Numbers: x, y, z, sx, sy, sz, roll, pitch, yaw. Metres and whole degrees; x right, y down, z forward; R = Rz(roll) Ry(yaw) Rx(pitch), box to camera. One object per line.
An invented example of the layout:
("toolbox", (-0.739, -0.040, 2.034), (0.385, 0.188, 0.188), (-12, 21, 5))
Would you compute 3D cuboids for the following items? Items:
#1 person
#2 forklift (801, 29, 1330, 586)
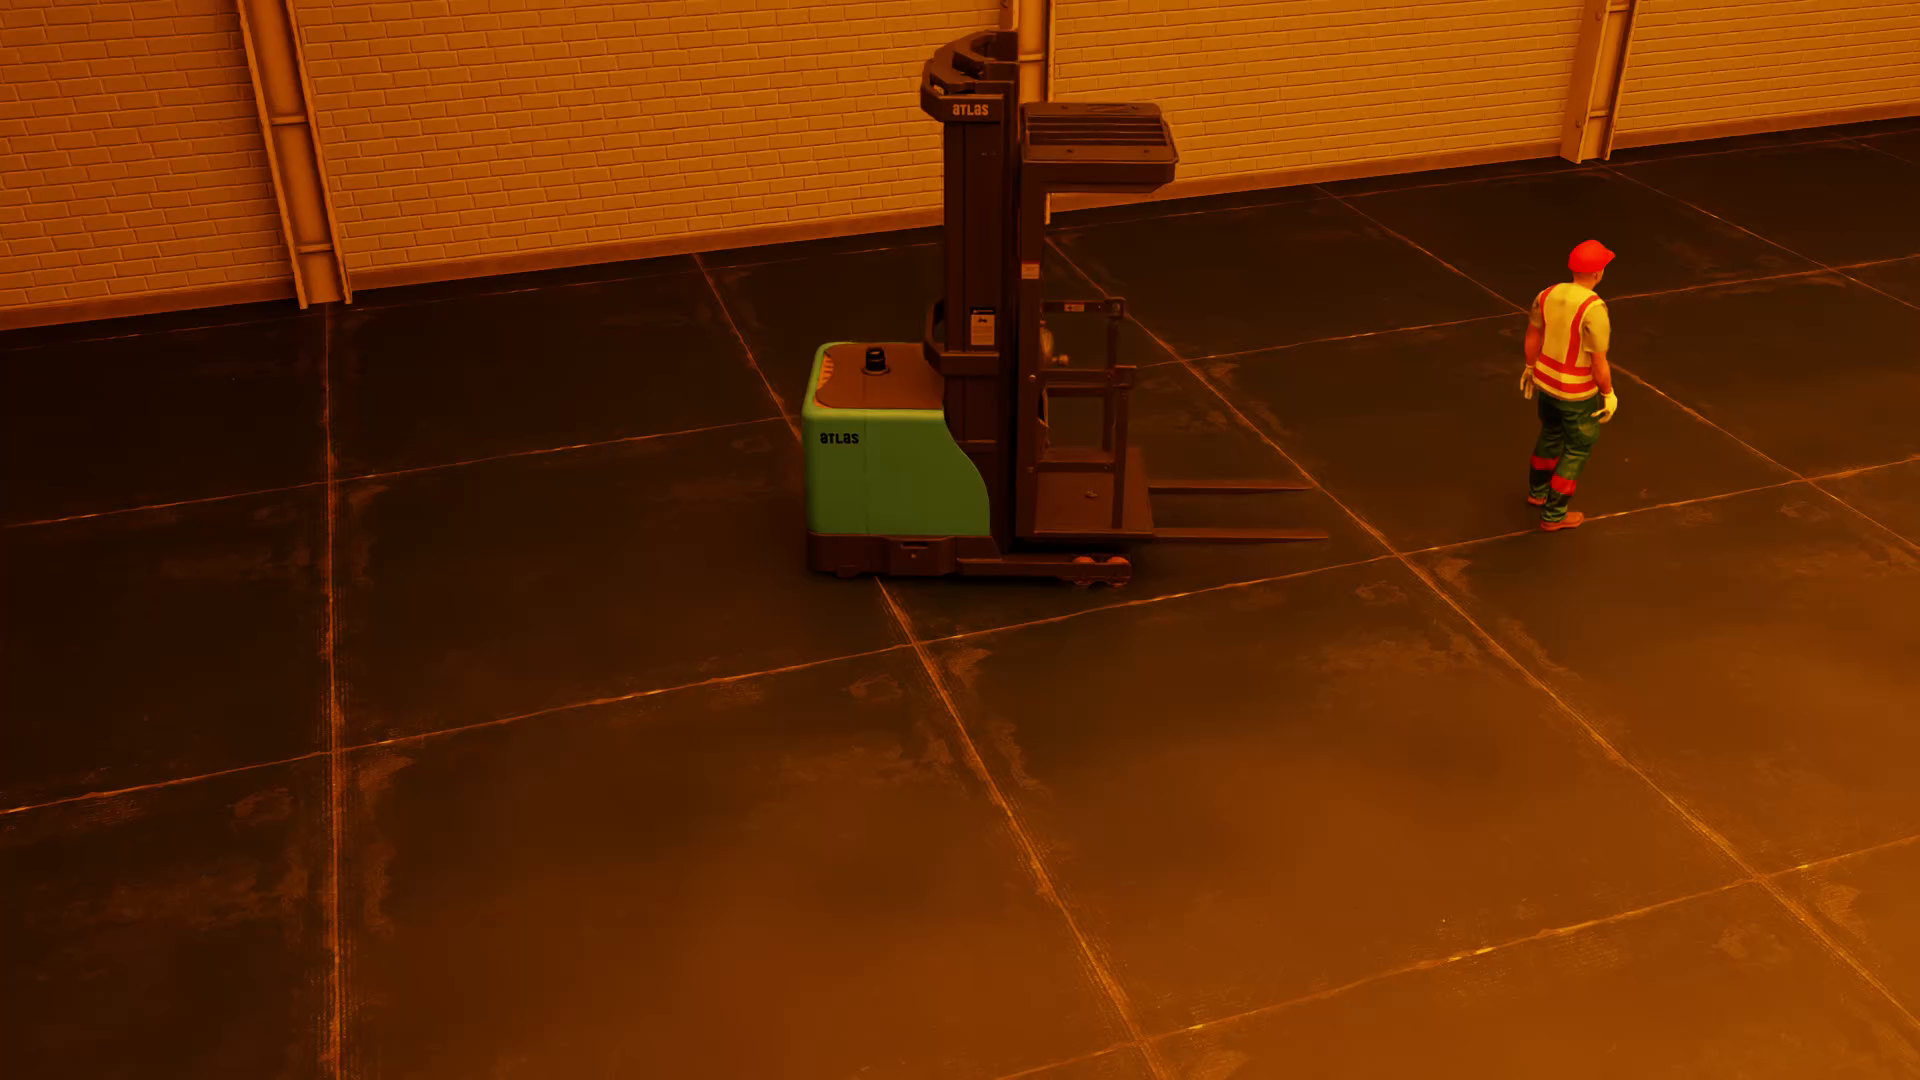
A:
("person", (3.661, -0.912, 9.861), (0.506, 1.814, 0.630), (-13, 32, -21))
("forklift", (0.632, -1.274, 9.301), (3.031, 2.935, 1.130), (1, 30, 1))
